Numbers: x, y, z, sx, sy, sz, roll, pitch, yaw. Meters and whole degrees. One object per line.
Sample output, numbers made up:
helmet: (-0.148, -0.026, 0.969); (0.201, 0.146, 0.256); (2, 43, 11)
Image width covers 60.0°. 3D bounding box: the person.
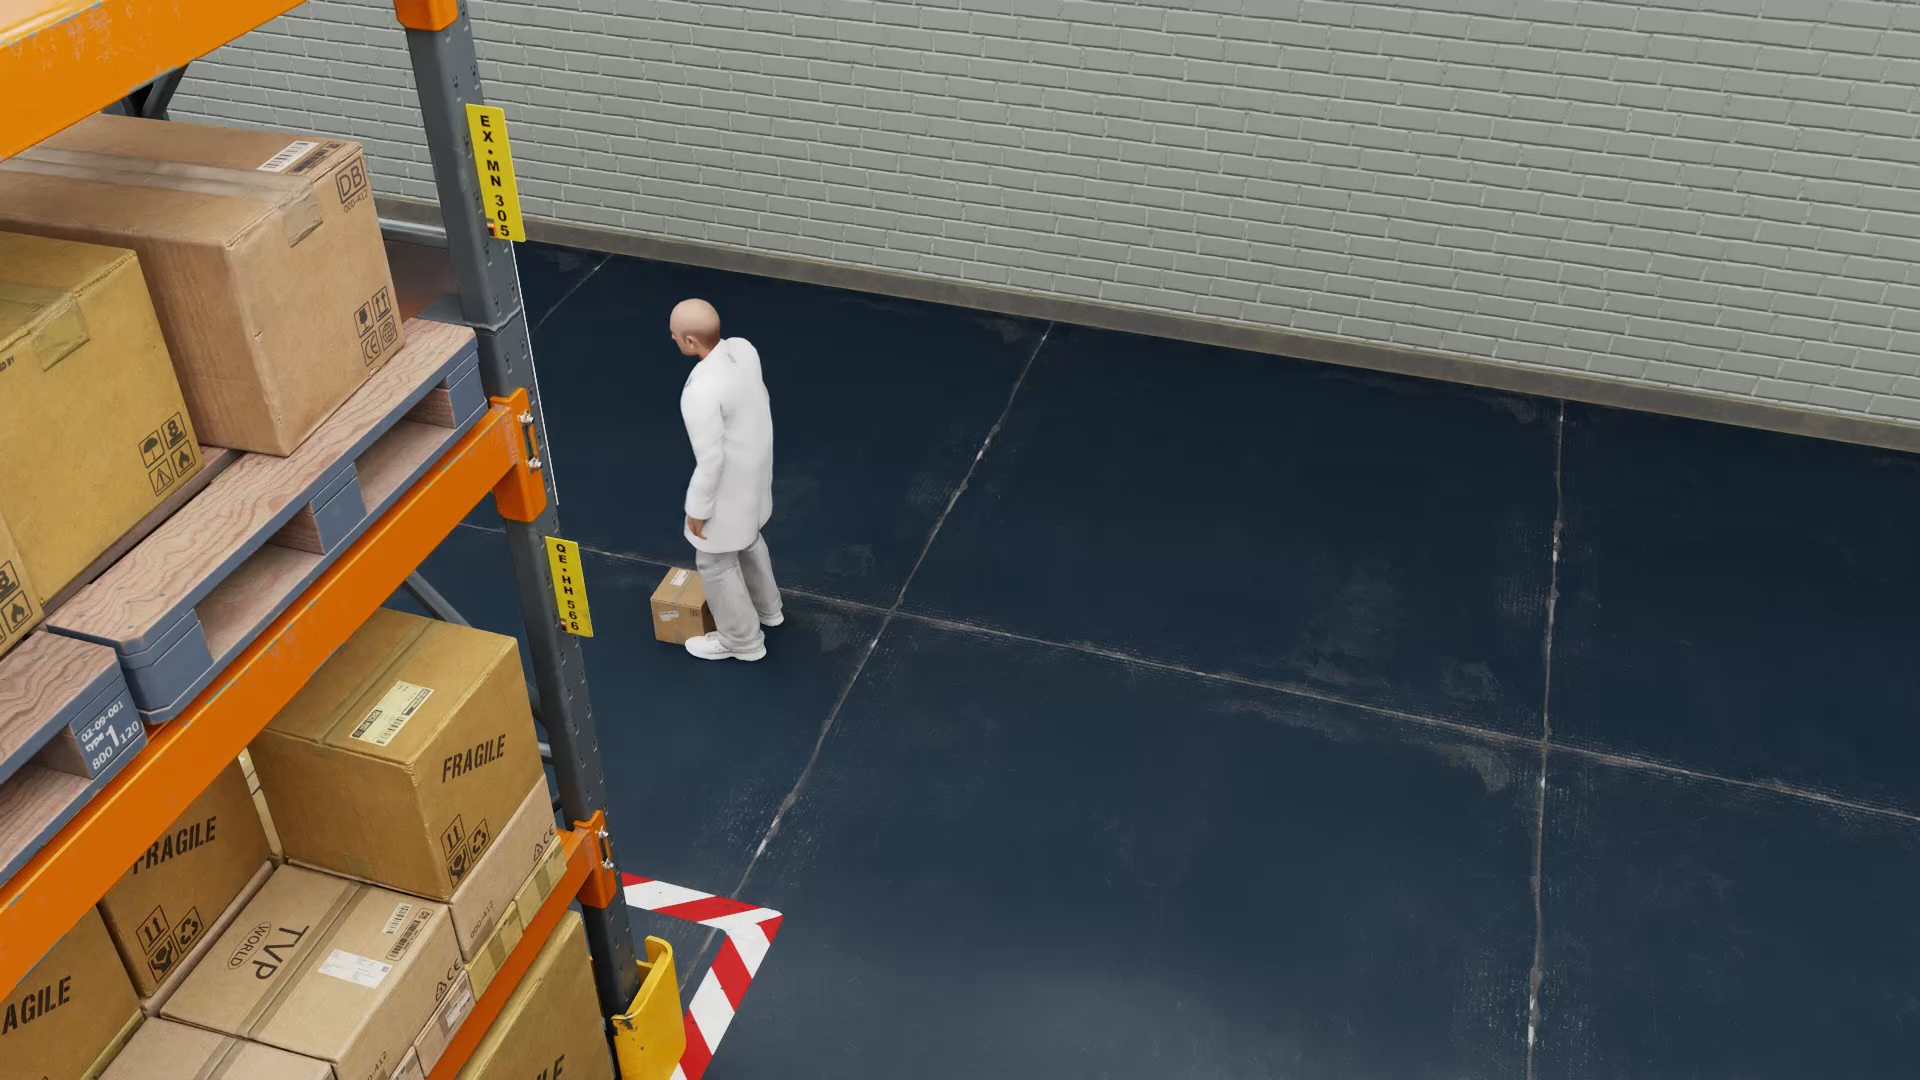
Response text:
person: (-1.023, -0.258, 7.254); (0.426, 1.773, 0.640); (10, 38, 14)
